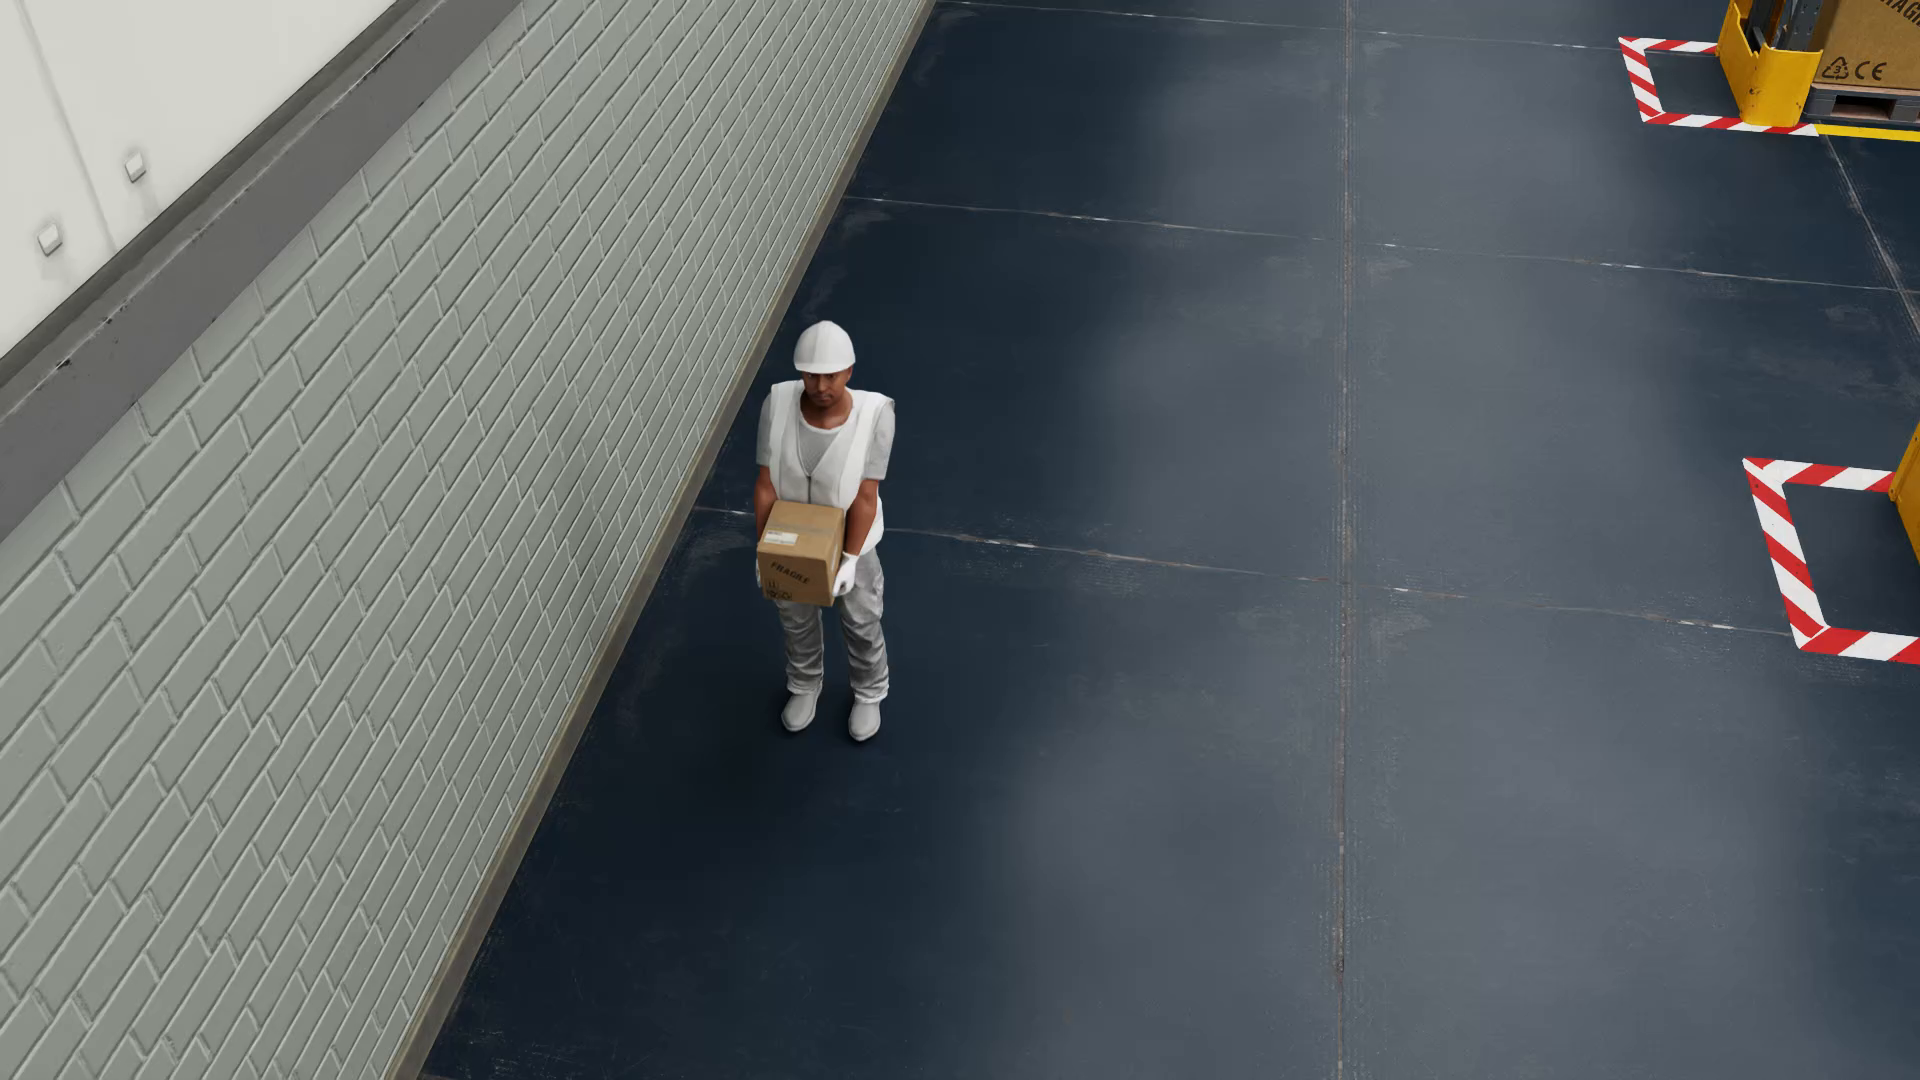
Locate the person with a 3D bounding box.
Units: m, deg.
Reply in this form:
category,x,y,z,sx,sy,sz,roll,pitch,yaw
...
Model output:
category,x,y,z,sx,sy,sz,roll,pitch,yaw
person,-0.501,0.056,6.078,0.488,1.778,0.583,7,41,8
